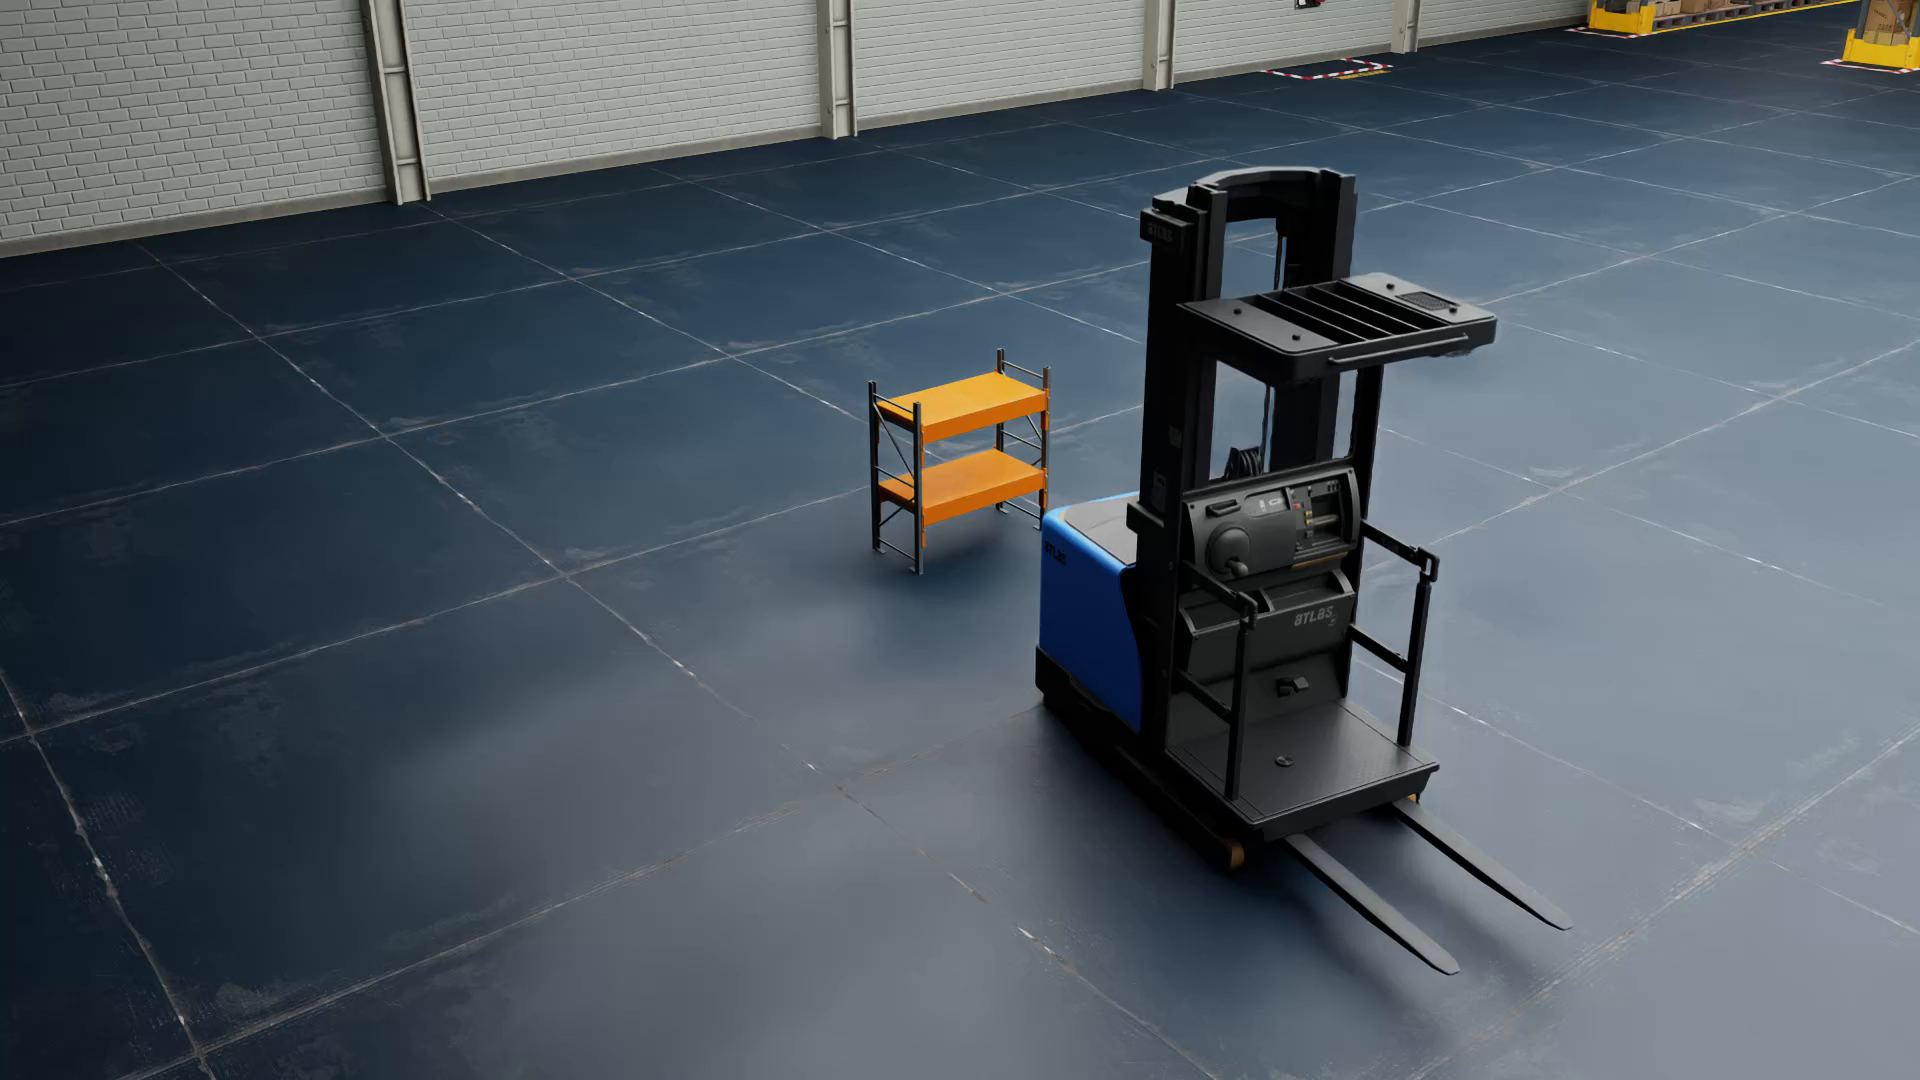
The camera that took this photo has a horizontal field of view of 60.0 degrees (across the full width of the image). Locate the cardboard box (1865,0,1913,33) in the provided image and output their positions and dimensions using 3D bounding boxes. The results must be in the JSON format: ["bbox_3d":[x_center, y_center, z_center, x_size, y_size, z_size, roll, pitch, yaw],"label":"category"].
[{"bbox_3d":[15.805,-8.939,28.325,0.500,0.500,0.500,-18,31,-34],"label":"cardboard box"}]

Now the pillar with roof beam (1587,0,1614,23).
[{"bbox_3d":[15.181,-12.821,27.687,0.400,9.000,9.100,-18,31,-34],"label":"pillar with roof beam"}]

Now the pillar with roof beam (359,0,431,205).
[{"bbox_3d":[-3.705,-6.587,14.254,0.400,9.000,9.100,-18,31,-34],"label":"pillar with roof beam"}]

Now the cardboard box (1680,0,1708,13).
[{"bbox_3d":[14.164,-10.596,32.464,0.500,0.500,0.700,-21,32,-37],"label":"cardboard box"}]

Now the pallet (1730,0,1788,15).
[{"bbox_3d":[16.267,-11.035,34.276,1.213,0.211,1.003,-18,31,-34],"label":"pallet"}]

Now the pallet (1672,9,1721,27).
[{"bbox_3d":[14.187,-10.327,32.752,1.213,0.211,1.003,-18,31,-34],"label":"pallet"}]

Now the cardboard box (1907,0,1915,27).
[{"bbox_3d":[16.583,-9.204,28.895,0.500,0.500,0.500,-18,31,-34],"label":"cardboard box"}]

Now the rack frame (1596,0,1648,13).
[{"bbox_3d":[12.507,-11.058,31.013,0.127,3.000,1.000,-18,31,-34],"label":"rack frame"}]

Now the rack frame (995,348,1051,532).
[{"bbox_3d":[0.405,-0.644,10.802,0.032,1.125,0.500,-18,31,-34],"label":"rack frame"}]

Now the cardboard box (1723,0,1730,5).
[{"bbox_3d":[15.252,-10.862,33.435,0.380,0.166,0.250,22,33,39],"label":"cardboard box"}]

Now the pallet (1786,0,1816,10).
[{"bbox_3d":[17.227,-11.354,34.963,1.213,0.211,1.003,-18,31,-34],"label":"pallet"}]

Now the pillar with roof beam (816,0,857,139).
[{"bbox_3d":[1.016,-8.146,17.612,0.400,9.000,9.100,-18,31,-34],"label":"pillar with roof beam"}]

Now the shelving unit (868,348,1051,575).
[{"bbox_3d":[0.005,-0.512,10.517,1.048,1.125,0.538,-18,31,-34],"label":"shelving unit"}]

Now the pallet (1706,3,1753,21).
[{"bbox_3d":[15.148,-10.646,33.438,1.213,0.211,1.003,-18,31,-34],"label":"pallet"}]

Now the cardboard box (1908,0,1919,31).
[{"bbox_3d":[16.518,-8.897,28.235,0.500,0.500,0.500,-18,31,-34],"label":"cardboard box"}]

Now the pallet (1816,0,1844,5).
[{"bbox_3d":[18.187,-11.669,35.642,1.213,0.211,1.003,-18,31,-34],"label":"pallet"}]

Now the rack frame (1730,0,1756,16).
[{"bbox_3d":[15.655,-12.097,33.252,0.127,3.000,1.000,-18,31,-34],"label":"rack frame"}]

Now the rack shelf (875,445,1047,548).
[{"bbox_3d":[0.005,-0.290,10.620,1.000,0.278,0.538,-18,31,-34],"label":"rack shelf"}]

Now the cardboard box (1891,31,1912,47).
[{"bbox_3d":[16.126,-8.427,28.111,0.500,0.250,0.500,-18,31,-34],"label":"cardboard box"}]

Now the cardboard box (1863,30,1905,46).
[{"bbox_3d":[15.807,-8.598,28.481,0.500,0.250,0.500,-18,31,-34],"label":"cardboard box"}]

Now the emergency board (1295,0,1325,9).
[{"bbox_3d":[5.835,-9.338,27.308,0.643,1.169,0.194,-18,31,-34],"label":"emergency board"}]

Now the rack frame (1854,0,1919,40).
[{"bbox_3d":[15.567,-9.418,27.480,0.127,3.000,1.000,-18,31,-34],"label":"rack frame"}]

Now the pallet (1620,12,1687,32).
[{"bbox_3d":[13.228,-10.012,32.072,1.213,0.211,1.003,-18,31,-34],"label":"pallet"}]

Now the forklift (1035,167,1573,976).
[{"bbox_3d":[1.526,-0.048,7.372,1.130,2.935,3.031,-12,28,-25],"label":"forklift"}]

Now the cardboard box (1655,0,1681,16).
[{"bbox_3d":[13.556,-10.336,32.129,0.500,0.311,0.500,-15,29,-30],"label":"cardboard box"}]

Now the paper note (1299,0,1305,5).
[{"bbox_3d":[5.653,-8.916,27.444,0.142,0.148,0.016,-18,31,-34],"label":"paper note"}]

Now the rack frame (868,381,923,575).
[{"bbox_3d":[-0.395,-0.380,10.232,0.032,1.125,0.500,-18,31,-34],"label":"rack frame"}]

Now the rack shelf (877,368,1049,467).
[{"bbox_3d":[0.005,-0.777,10.394,1.000,0.278,0.538,-18,31,-34],"label":"rack shelf"}]

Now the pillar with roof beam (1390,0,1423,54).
[{"bbox_3d":[10.459,-11.263,24.329,0.400,9.000,9.100,-18,31,-34],"label":"pillar with roof beam"}]

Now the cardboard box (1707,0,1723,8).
[{"bbox_3d":[14.863,-10.880,33.076,0.500,0.500,0.500,-21,32,-38],"label":"cardboard box"}]

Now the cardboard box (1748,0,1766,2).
[{"bbox_3d":[16.224,-11.359,34.110,0.500,0.500,0.700,-17,30,-32],"label":"cardboard box"}]

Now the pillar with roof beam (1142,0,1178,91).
[{"bbox_3d":[5.738,-9.704,20.970,0.400,9.000,9.100,-18,31,-34],"label":"pillar with roof beam"}]

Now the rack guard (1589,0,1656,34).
[{"bbox_3d":[12.567,-9.944,31.582,0.348,0.500,1.175,-18,31,-34],"label":"rack guard"}]

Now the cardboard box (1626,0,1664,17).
[{"bbox_3d":[13.107,-10.188,31.810,0.500,0.311,0.500,-23,33,-40],"label":"cardboard box"}]

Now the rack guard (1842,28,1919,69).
[{"bbox_3d":[15.548,-8.278,27.992,0.348,0.500,1.175,-18,31,-34],"label":"rack guard"}]
